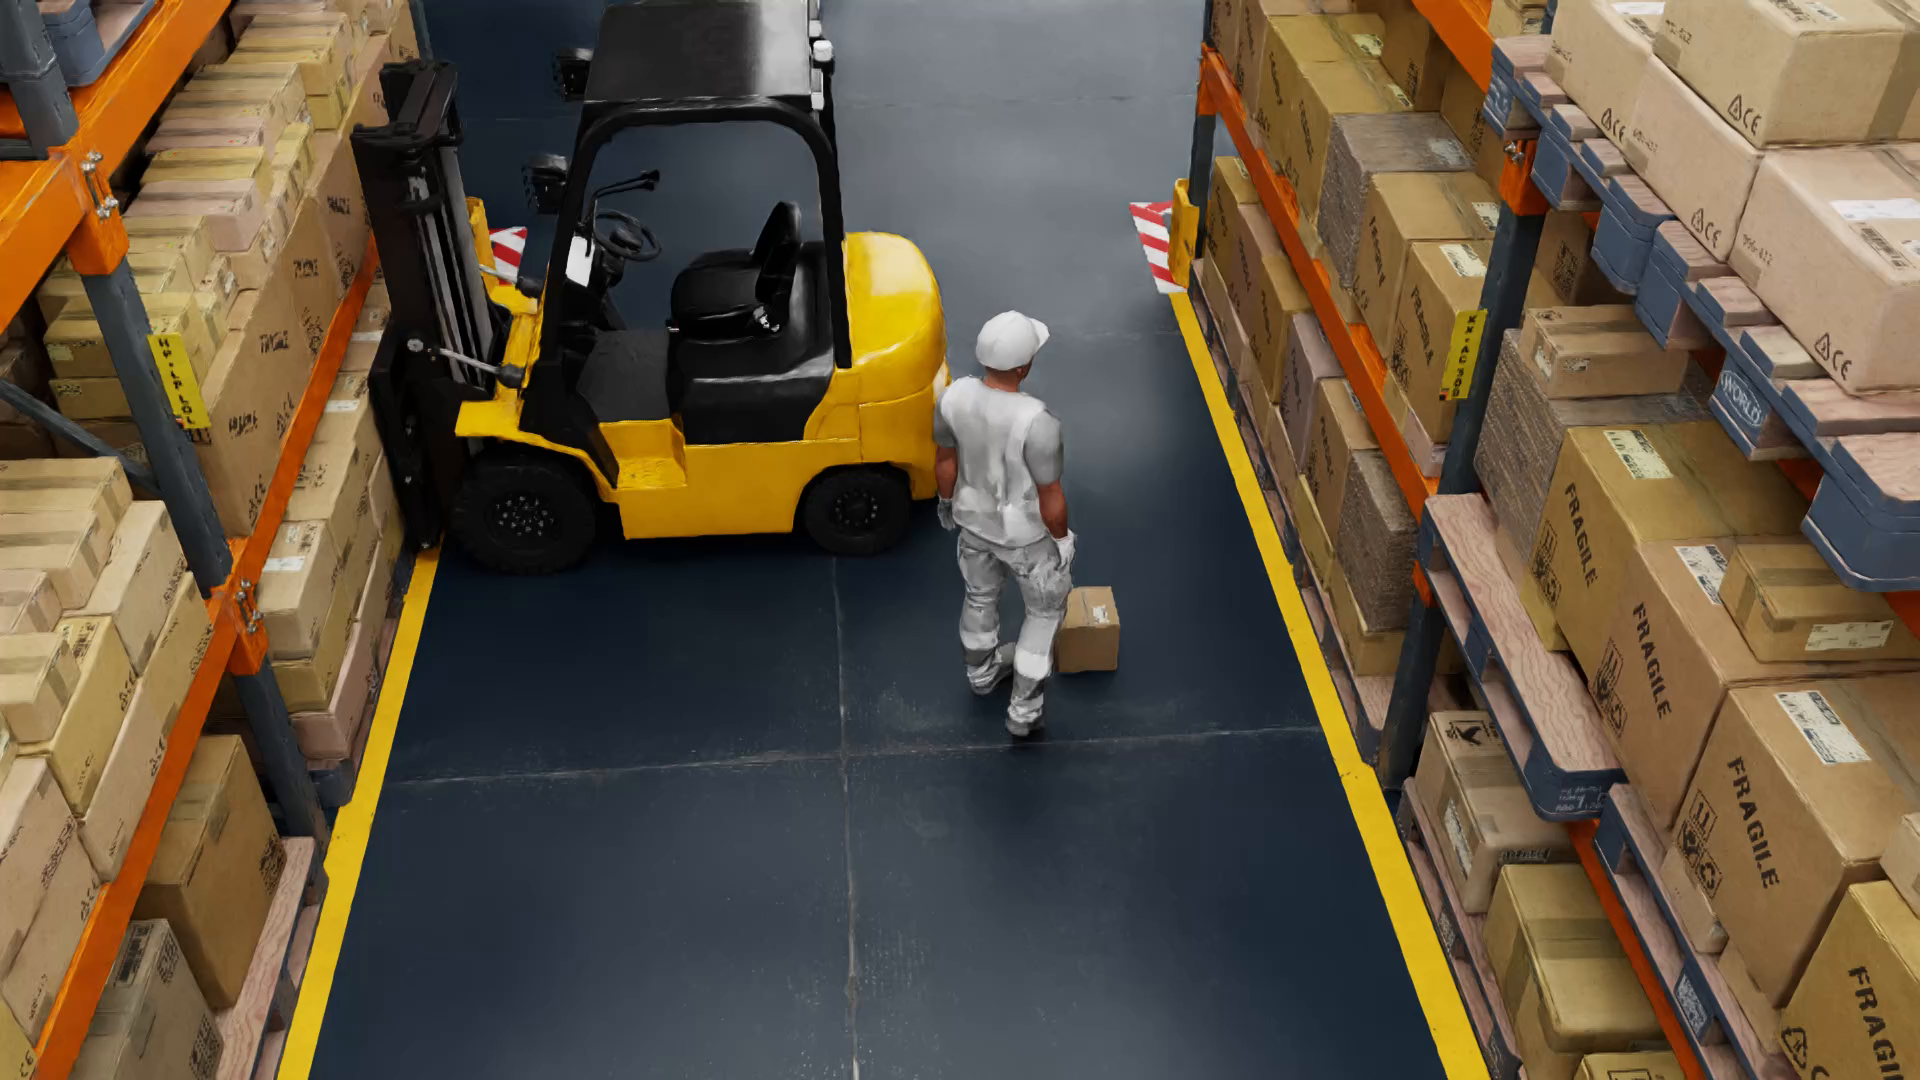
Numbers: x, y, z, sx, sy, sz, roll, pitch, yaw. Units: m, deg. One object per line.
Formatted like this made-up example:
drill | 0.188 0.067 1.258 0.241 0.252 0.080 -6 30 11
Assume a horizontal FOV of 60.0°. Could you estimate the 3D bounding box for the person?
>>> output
person | 0.165 -0.071 6.218 0.579 1.812 0.464 26 45 28
